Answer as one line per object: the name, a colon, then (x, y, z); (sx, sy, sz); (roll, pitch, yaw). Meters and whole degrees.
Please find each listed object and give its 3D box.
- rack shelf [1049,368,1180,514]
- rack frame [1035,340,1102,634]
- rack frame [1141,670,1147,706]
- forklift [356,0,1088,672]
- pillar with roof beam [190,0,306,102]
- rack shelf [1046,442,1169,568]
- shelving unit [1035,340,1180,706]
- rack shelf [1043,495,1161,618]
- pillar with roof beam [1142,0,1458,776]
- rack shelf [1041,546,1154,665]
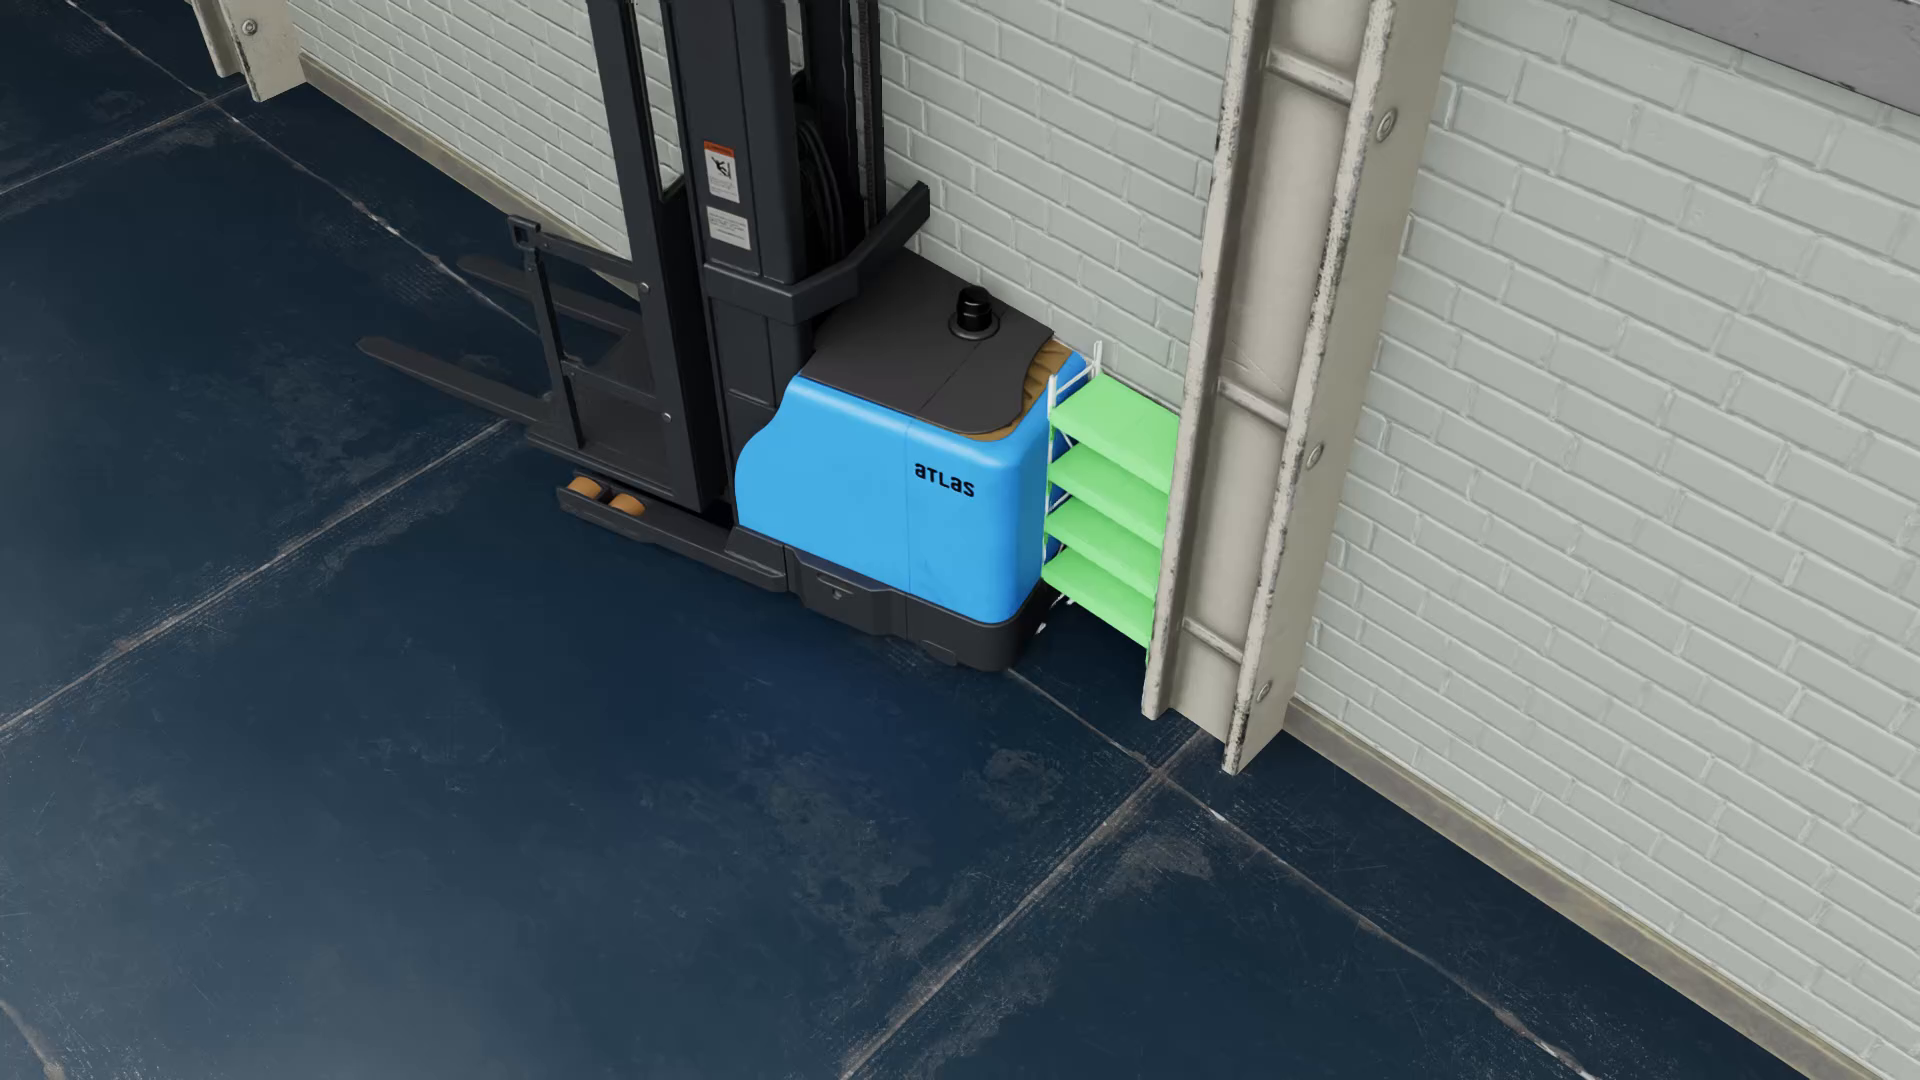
rack shelf: (0.537, -0.311, 5.145); (0.480, 0.148, 0.258); (34, 55, 27)
rack frame: (0.353, -0.145, 5.559); (0.015, 1.200, 0.240); (34, 55, 27)
rack frame: (0.714, 0.096, 5.336); (0.015, 1.200, 0.240); (34, 55, 27)
forklift: (-0.938, -1.330, 5.489); (3.031, 2.935, 1.130); (21, 50, 19)
pillar with roof beam: (-6.461, -3.136, 3.022); (0.400, 9.000, 9.100); (34, 55, 28)
rack shelf: (0.535, -0.145, 5.320); (0.480, 0.148, 0.258); (34, 55, 27)
shelving unit: (0.534, -0.024, 5.448); (0.503, 1.200, 0.258); (34, 55, 27)
rack shelf: (0.533, 0.020, 5.494); (0.480, 0.148, 0.258); (34, 55, 27)
pillar with roof beam: (-2.052, -0.169, 0.236); (0.400, 9.000, 9.100); (34, 55, 28)
rack shelf: (0.531, 0.185, 5.668); (0.480, 0.148, 0.258); (34, 55, 27)
